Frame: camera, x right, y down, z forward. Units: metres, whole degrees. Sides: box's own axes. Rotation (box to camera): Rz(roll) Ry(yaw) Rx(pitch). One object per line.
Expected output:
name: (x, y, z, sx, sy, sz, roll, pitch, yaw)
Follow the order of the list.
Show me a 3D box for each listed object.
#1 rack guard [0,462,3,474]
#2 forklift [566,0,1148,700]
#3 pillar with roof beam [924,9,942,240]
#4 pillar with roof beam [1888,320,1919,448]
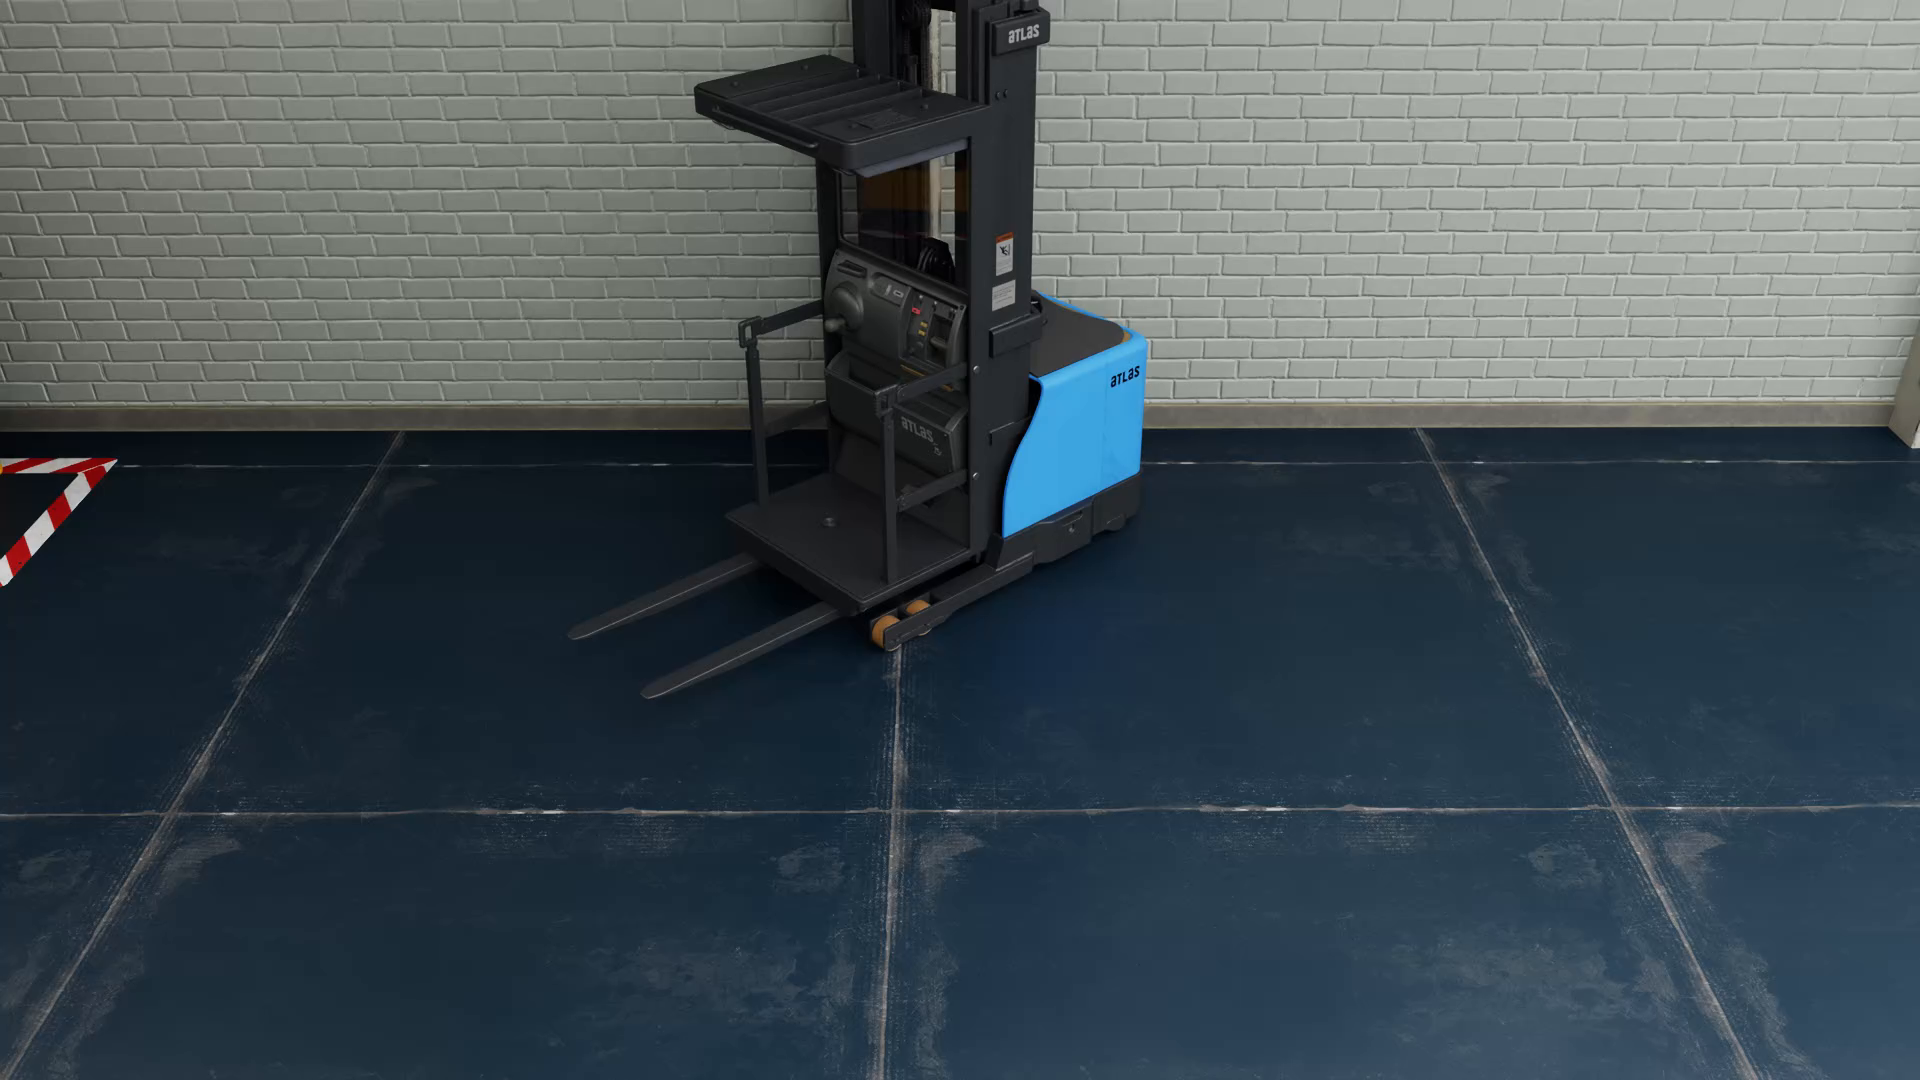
rack guard: (-5.571, -0.324, 8.803, 0.348, 0.500, 1.175, 0, 31, 0)
forklift: (-0.463, -1.033, 7.627, 3.031, 2.935, 1.130, -25, 39, -35)
pillar with roof beam: (-0.271, -2.209, 3.715, 0.400, 9.000, 9.100, 0, 31, 0)
pillar with roof beam: (5.729, -2.228, 3.746, 0.400, 9.000, 9.100, 0, 31, 0)
